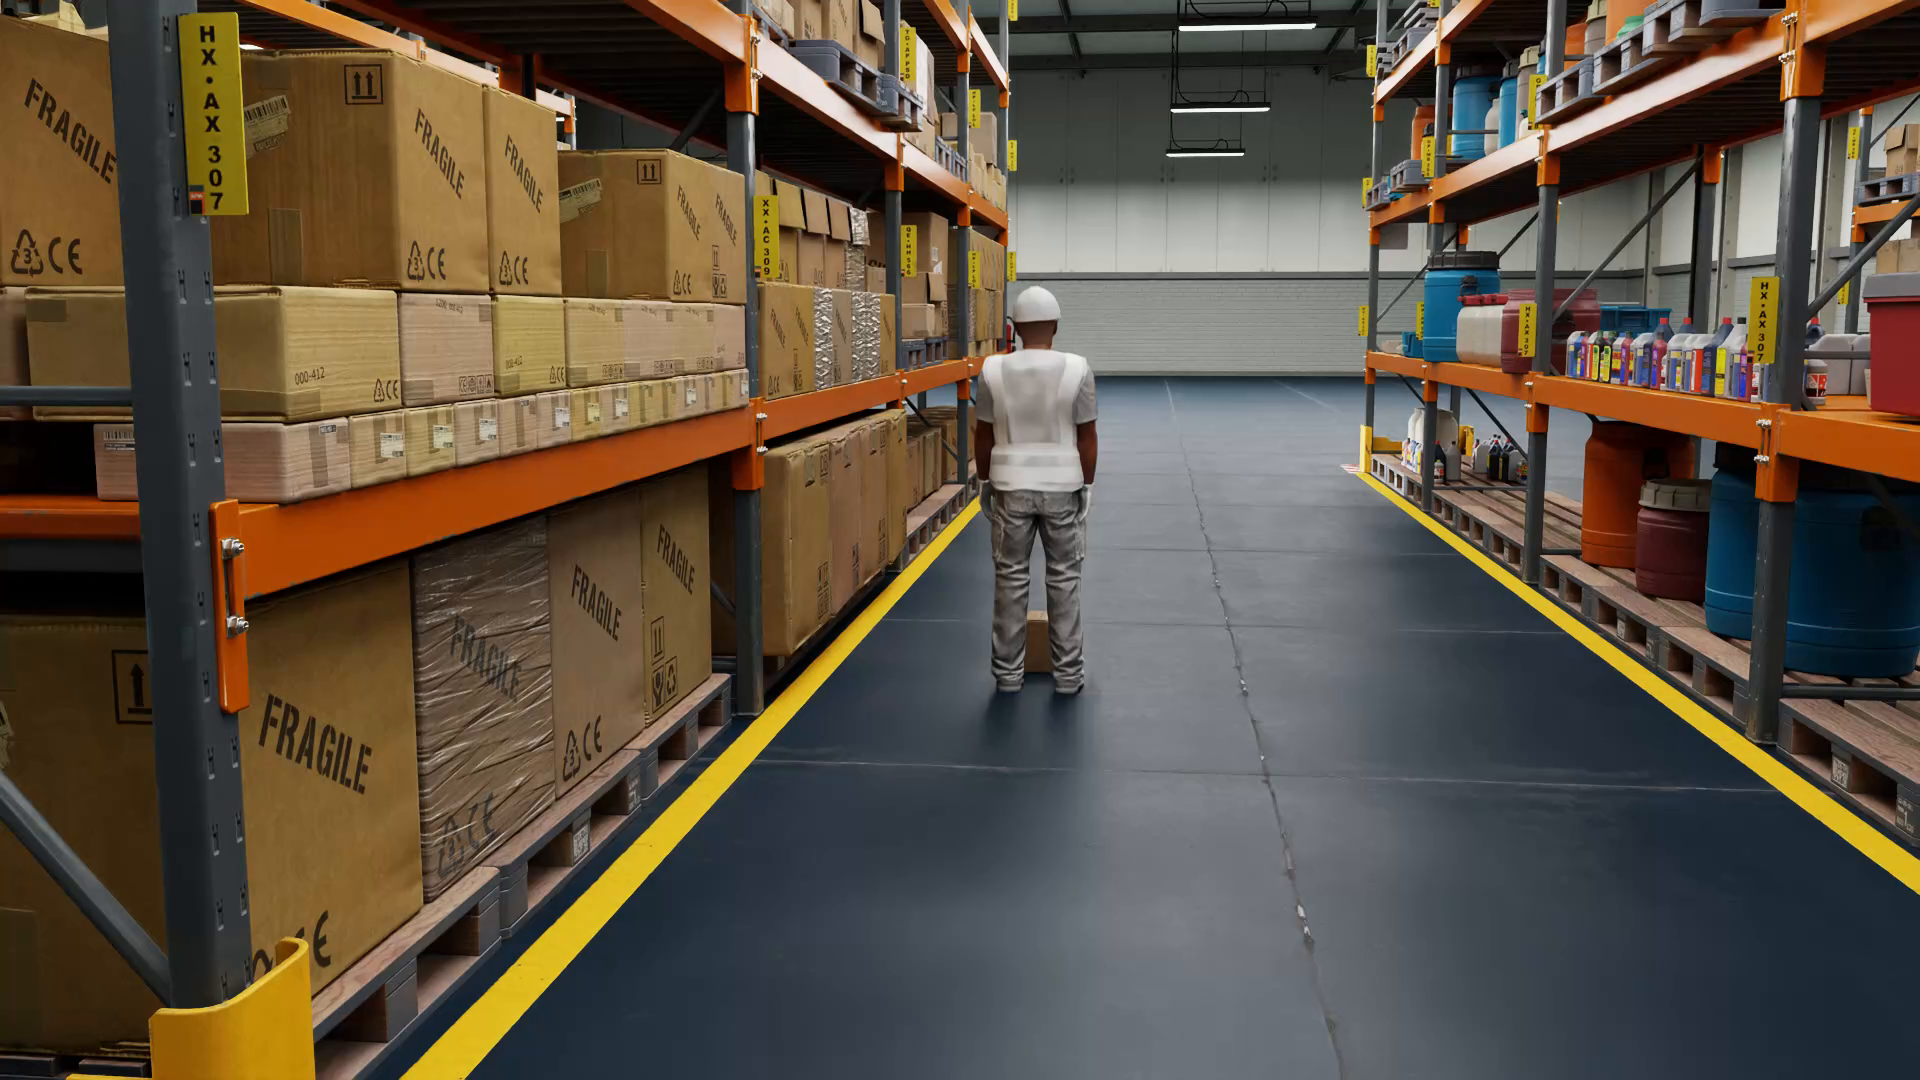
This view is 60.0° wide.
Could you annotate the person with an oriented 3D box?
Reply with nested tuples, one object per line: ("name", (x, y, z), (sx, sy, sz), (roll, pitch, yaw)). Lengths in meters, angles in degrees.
("person", (0.334, -0.217, 7.340), (0.548, 1.787, 0.378), (1, 8, 7))
